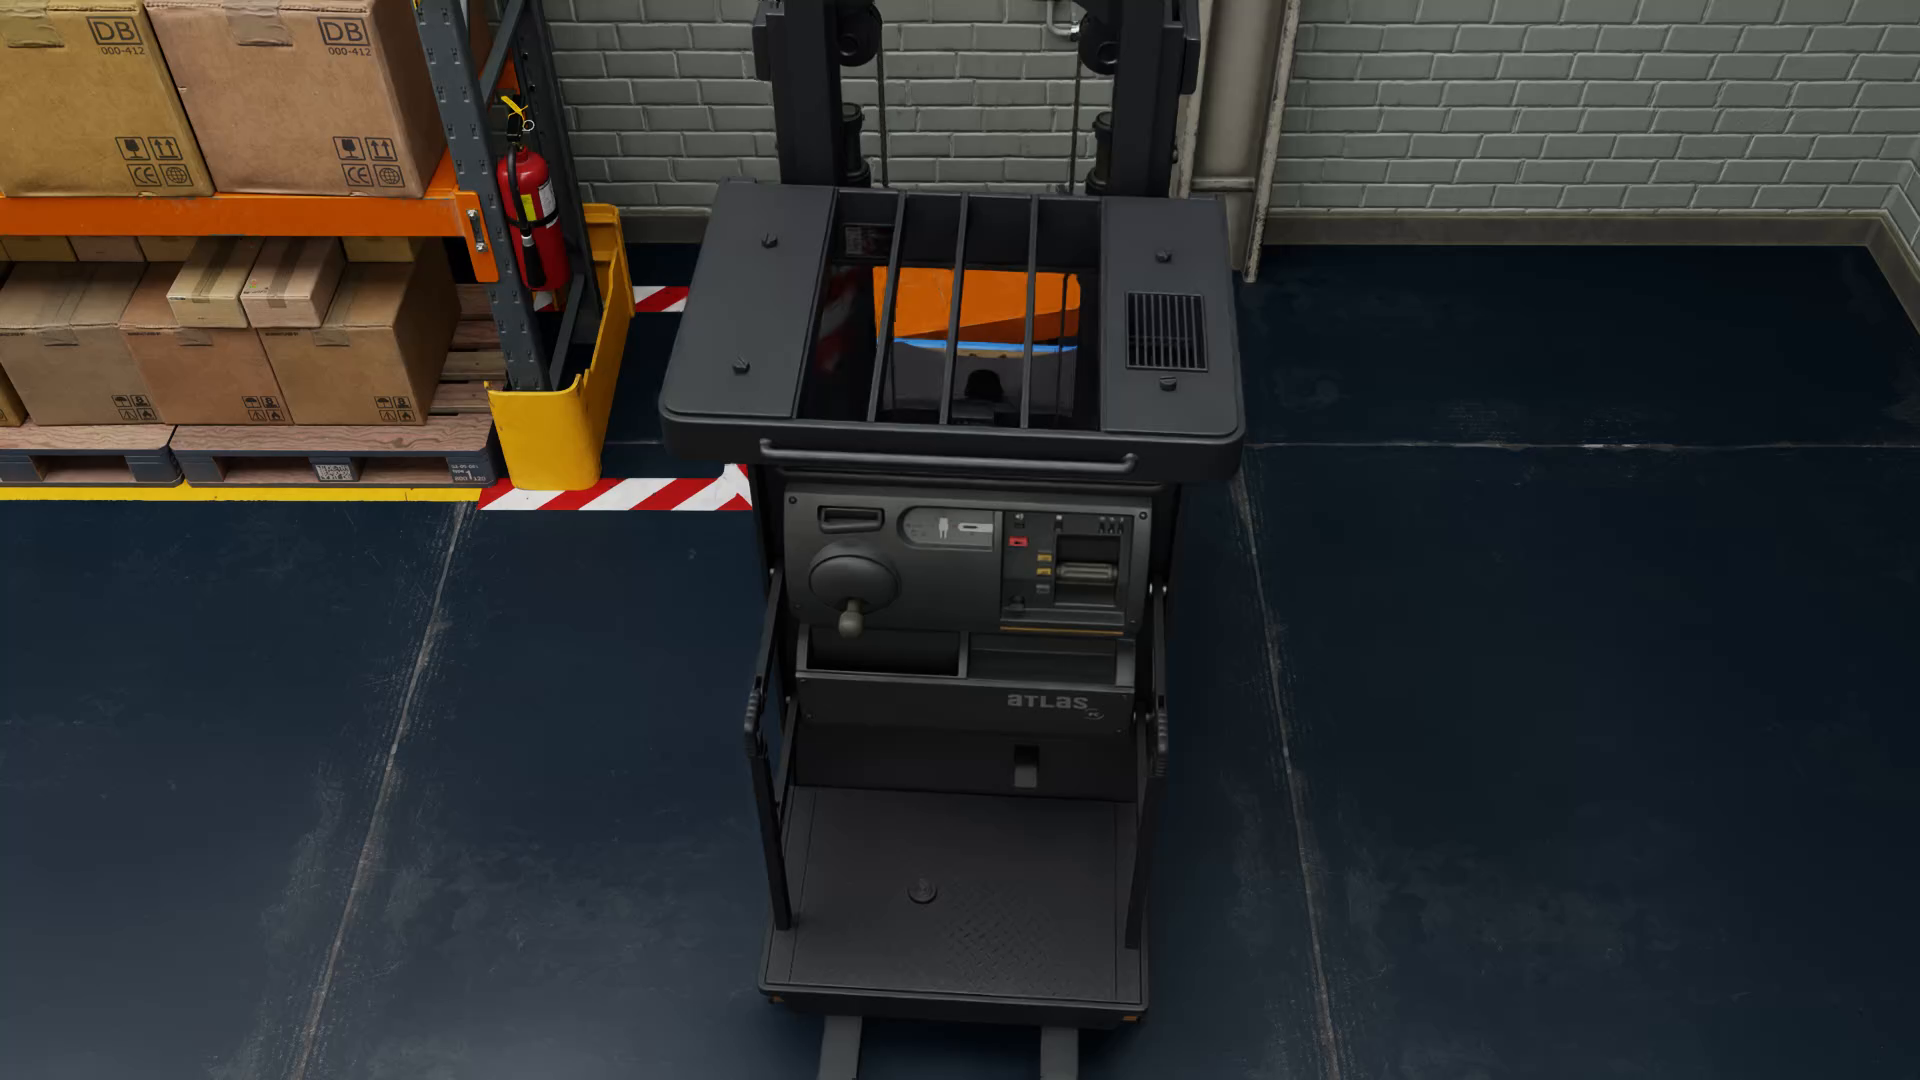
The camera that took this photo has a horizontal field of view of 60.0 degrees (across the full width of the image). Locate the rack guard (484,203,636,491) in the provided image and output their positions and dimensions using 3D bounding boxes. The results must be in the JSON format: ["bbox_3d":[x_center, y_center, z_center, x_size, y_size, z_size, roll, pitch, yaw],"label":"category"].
[{"bbox_3d":[-1.573,-0.790,6.644,0.348,0.500,1.175,0,47,0],"label":"rack guard"}]

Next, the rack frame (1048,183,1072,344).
[{"bbox_3d":[0.413,-0.702,6.135,0.032,1.125,0.500,-10,48,-9],"label":"rack frame"}]

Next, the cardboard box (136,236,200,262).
[{"bbox_3d":[-2.929,-1.231,6.324,0.250,0.149,0.380,1,47,0],"label":"cardboard box"}]

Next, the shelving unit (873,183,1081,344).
[{"bbox_3d":[-0.081,-0.614,6.053,1.048,1.125,0.538,-10,48,-9],"label":"shelving unit"}]

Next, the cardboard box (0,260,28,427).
[{"bbox_3d":[-3.834,-0.860,6.422,0.500,0.500,0.700,1,47,1],"label":"cardboard box"}]

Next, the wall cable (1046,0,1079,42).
[{"bbox_3d":[-0.313,-2.677,5.998,1.851,1.984,0.084,0,47,0],"label":"wall cable"}]

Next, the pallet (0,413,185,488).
[{"bbox_3d":[-3.614,-0.642,6.704,1.213,0.211,1.003,0,47,0],"label":"pallet"}]

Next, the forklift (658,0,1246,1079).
[{"bbox_3d":[0.006,0.164,4.095,1.130,2.935,3.031,3,47,2],"label":"forklift"}]

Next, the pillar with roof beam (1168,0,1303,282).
[{"bbox_3d":[1.090,-1.161,1.183,0.400,9.000,9.100,0,47,0],"label":"pillar with roof beam"}]

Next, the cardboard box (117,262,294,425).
[{"bbox_3d":[-2.798,-0.863,6.425,0.500,0.500,0.700,0,47,0],"label":"cardboard box"}]

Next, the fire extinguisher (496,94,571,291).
[{"bbox_3d":[-1.448,-1.150,5.579,0.183,0.674,0.296,0,47,0],"label":"fire extinguisher"}]

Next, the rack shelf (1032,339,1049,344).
[{"bbox_3d":[-0.081,-0.447,6.232,1.000,0.278,0.538,-10,48,-9],"label":"rack shelf"}]

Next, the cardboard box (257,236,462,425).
[{"bbox_3d":[-2.298,-0.862,6.424,0.500,0.500,0.700,0,47,0],"label":"cardboard box"}]

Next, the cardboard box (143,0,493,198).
[{"bbox_3d":[-2.107,-1.738,5.614,0.700,0.700,0.980,2,47,2],"label":"cardboard box"}]

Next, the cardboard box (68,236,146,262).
[{"bbox_3d":[-3.183,-1.231,6.324,0.250,0.149,0.380,1,47,1],"label":"cardboard box"}]

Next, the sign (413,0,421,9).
[{"bbox_3d":[-1.613,-1.720,4.849,0.005,0.325,0.100,0,47,0],"label":"sign"}]

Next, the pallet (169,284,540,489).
[{"bbox_3d":[-2.397,-0.637,6.699,1.213,0.211,1.003,0,47,0],"label":"pallet"}]

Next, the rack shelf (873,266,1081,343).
[{"bbox_3d":[-0.081,-0.813,5.839,1.000,0.278,0.538,-10,48,-9],"label":"rack shelf"}]

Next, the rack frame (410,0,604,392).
[{"bbox_3d":[-1.597,-1.642,5.729,0.127,3.000,1.000,0,47,0],"label":"rack frame"}]

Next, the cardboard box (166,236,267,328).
[{"bbox_3d":[-2.682,-0.950,6.063,0.250,0.149,0.380,1,47,1],"label":"cardboard box"}]

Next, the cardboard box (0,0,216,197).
[{"bbox_3d":[-2.835,-1.732,5.608,0.700,0.700,0.980,0,47,0],"label":"cardboard box"}]

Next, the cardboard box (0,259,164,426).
[{"bbox_3d":[-3.301,-0.864,6.426,0.500,0.500,0.700,-1,47,-1],"label":"cardboard box"}]

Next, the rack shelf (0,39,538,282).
[{"bbox_3d":[-3.597,-1.402,5.997,4.000,0.370,1.077,0,47,0],"label":"rack shelf"}]

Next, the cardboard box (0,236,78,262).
[{"bbox_3d":[-3.440,-1.231,6.325,0.250,0.149,0.380,1,47,1],"label":"cardboard box"}]

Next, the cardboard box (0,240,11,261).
[{"bbox_3d":[-3.693,-1.232,6.325,0.250,0.149,0.380,-1,47,-1],"label":"cardboard box"}]

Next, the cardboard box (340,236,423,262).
[{"bbox_3d":[-2.172,-1.229,6.323,0.250,0.149,0.380,0,47,0],"label":"cardboard box"}]

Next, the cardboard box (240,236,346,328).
[{"bbox_3d":[-2.427,-0.950,6.063,0.250,0.149,0.380,0,47,0],"label":"cardboard box"}]
